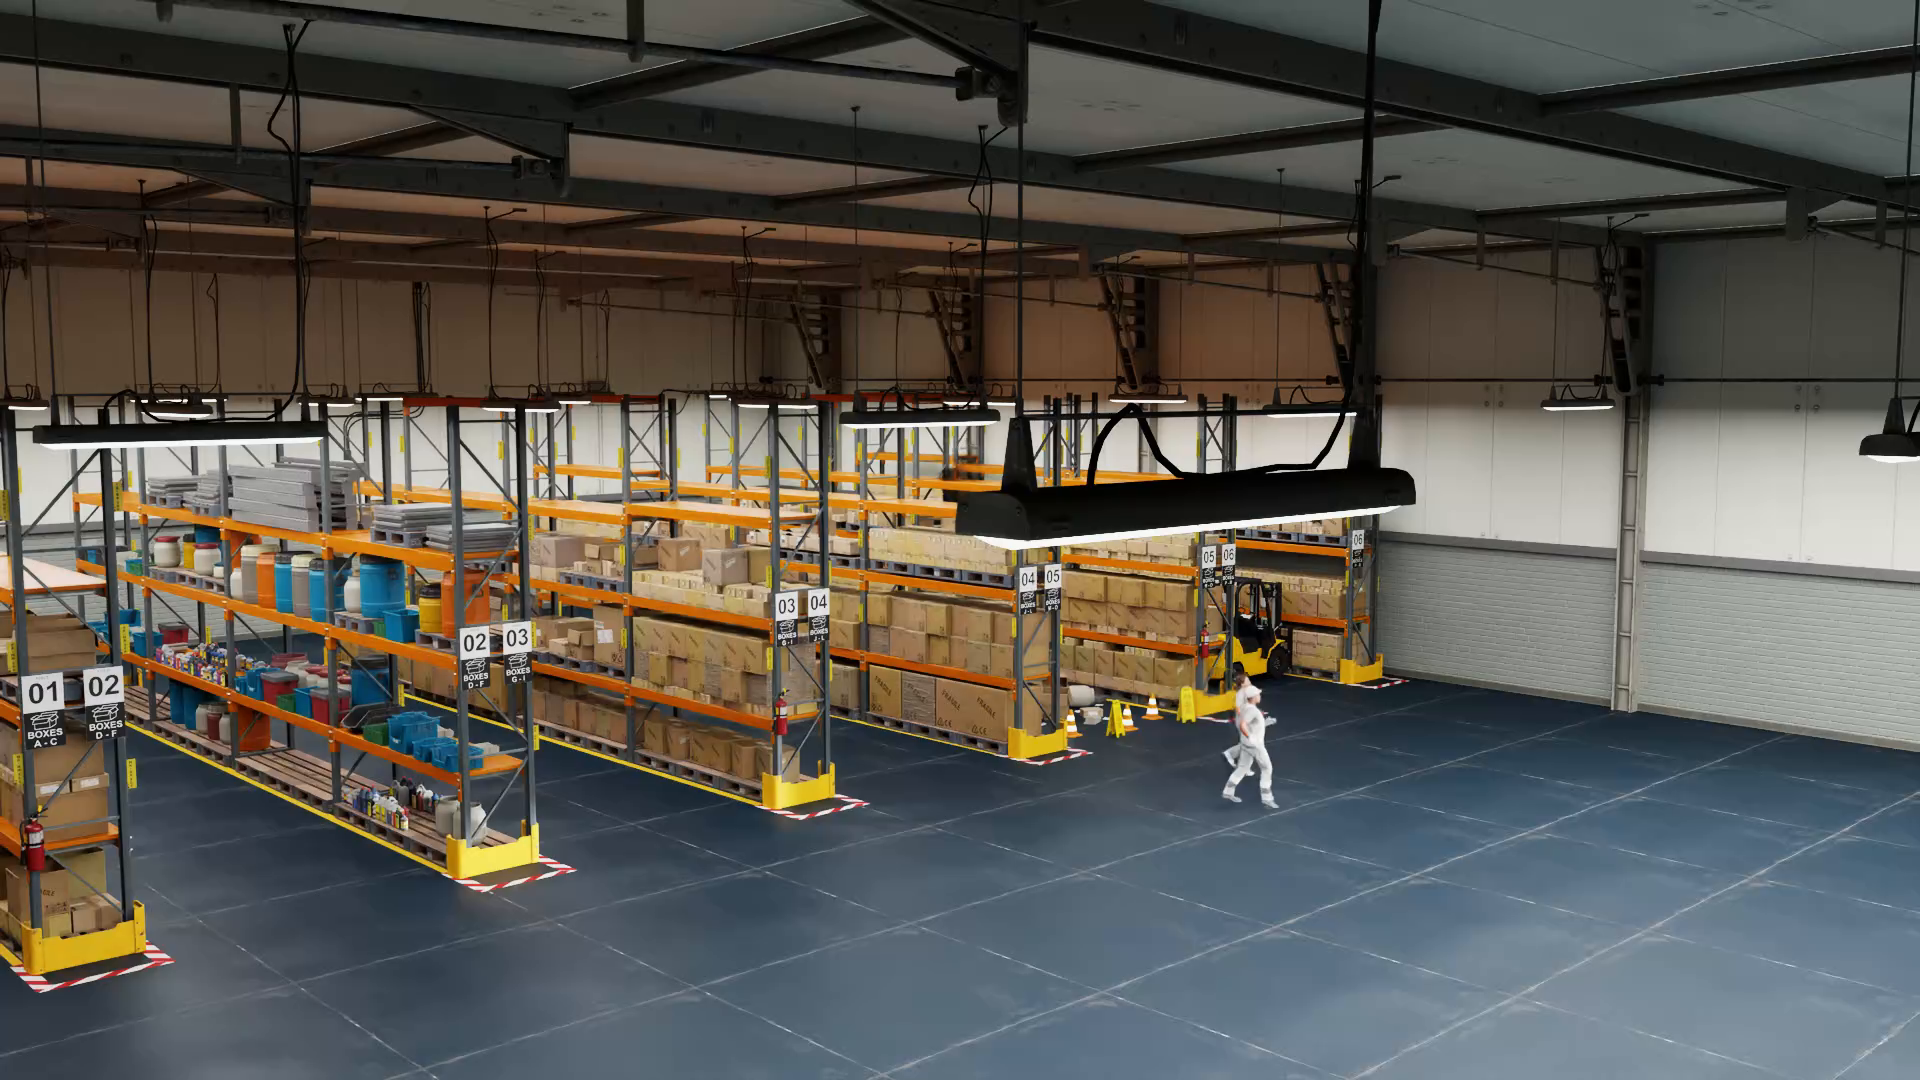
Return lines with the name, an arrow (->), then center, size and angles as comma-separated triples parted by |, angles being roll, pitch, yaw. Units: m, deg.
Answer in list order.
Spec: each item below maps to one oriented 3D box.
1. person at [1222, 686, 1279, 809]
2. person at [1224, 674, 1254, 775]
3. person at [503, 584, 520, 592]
person -> 4.296, 3.058, 24.514 | 0.836, 1.838, 0.657 | -1, 6, -10
person -> 4.510, 2.952, 26.647 | 0.547, 1.636, 0.567 | 1, 6, 11
person -> -10.996, 1.602, 40.329 | 0.611, 1.681, 0.745 | -4, 7, -33
